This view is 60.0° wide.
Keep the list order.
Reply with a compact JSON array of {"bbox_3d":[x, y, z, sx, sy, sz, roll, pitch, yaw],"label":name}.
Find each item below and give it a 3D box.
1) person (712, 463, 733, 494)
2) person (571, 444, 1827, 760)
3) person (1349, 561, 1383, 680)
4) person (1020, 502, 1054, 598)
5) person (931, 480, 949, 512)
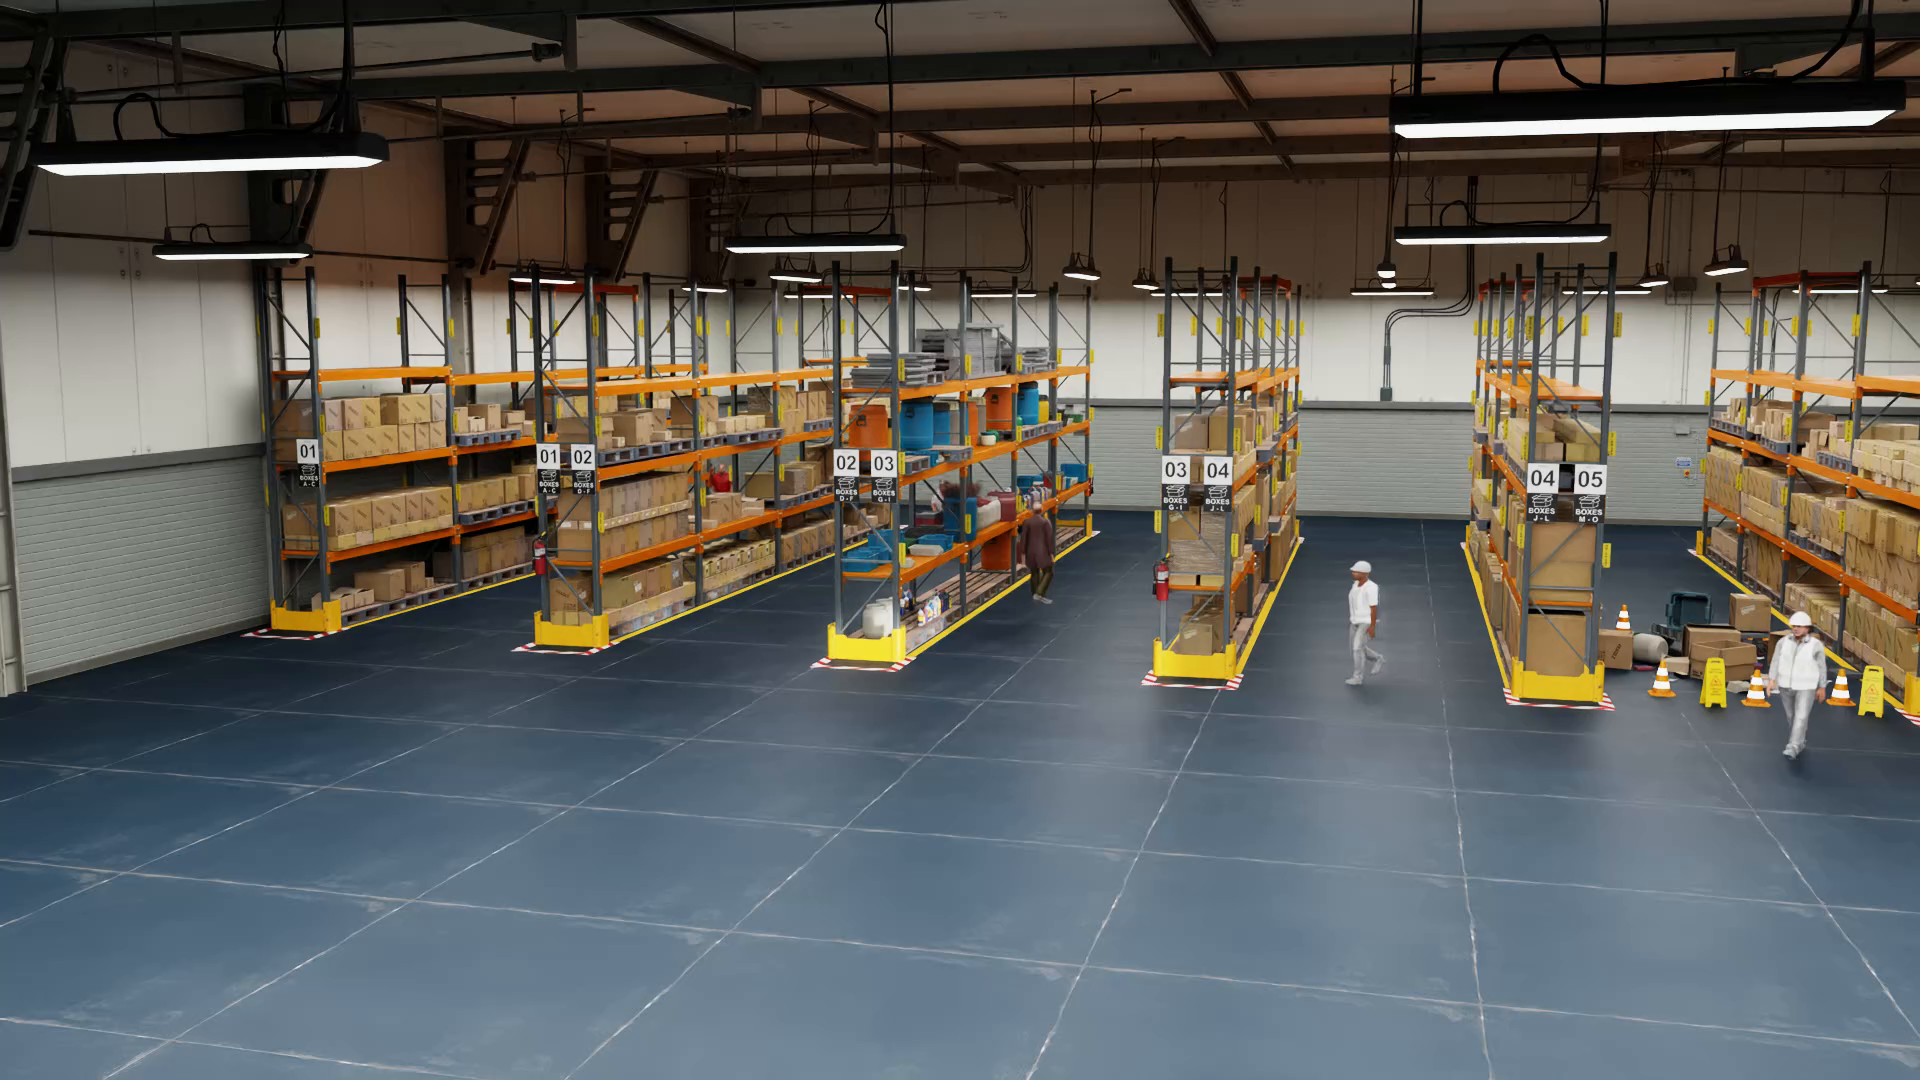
[{"bbox_3d":[-5.875,-1.066,41.172,0.612,1.664,1.067,2,7,12],"label":"person"},{"bbox_3d":[2.088,0.511,22.832,8.244,3.162,15.800,-6,9,-39],"label":"person"},{"bbox_3d":[5.779,1.124,23.482,0.609,1.686,0.575,-3,8,-25],"label":"person"},{"bbox_3d":[1.325,0.189,28.646,0.614,1.669,0.565,3,8,20],"label":"person"},{"bbox_3d":[-0.291,-0.563,37.077,0.669,1.593,0.712,4,8,26],"label":"person"}]
